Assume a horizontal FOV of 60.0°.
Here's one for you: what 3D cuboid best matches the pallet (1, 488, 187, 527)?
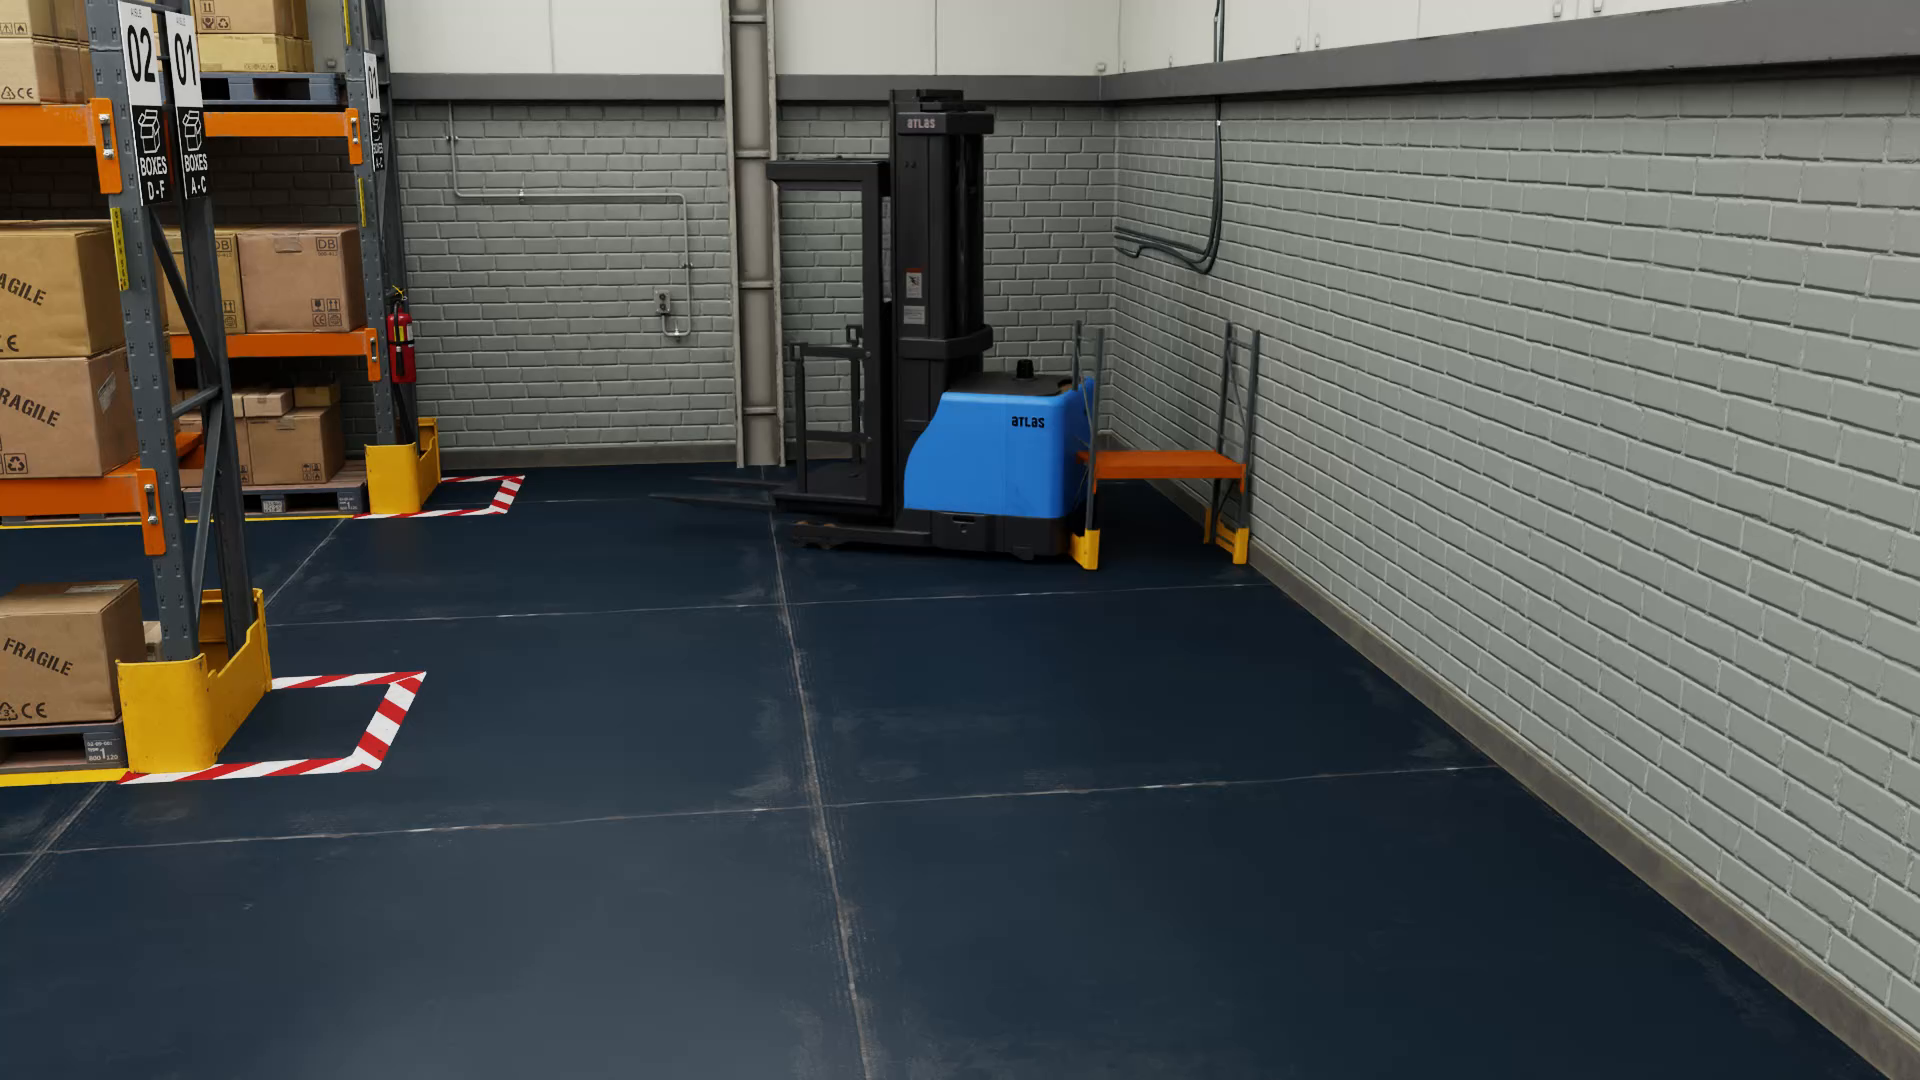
[{"bbox_3d":[-6.168,-0.337,12.132,1.213,0.211,1.003,-2,14,-8],"label":"pallet"}]

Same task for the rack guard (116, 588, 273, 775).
[{"bbox_3d":[-3.519,0.626,7.699,0.348,0.500,1.175,-2,14,-8],"label":"rack guard"}]

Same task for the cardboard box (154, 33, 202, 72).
[{"bbox_3d":[-5.384,-3.306,11.310,0.500,0.250,0.500,-3,14,-10],"label":"cardboard box"}]

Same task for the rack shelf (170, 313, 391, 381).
[{"bbox_3d":[-6.163,-1.359,11.955,4.000,0.370,1.077,-2,14,-8],"label":"rack shelf"}]

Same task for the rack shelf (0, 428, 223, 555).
[{"bbox_3d":[-5.421,-0.168,7.205,4.000,0.370,1.077,-2,14,-8],"label":"rack shelf"}]

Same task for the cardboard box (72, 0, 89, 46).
[{"bbox_3d":[-3.990,-2.258,7.174,0.500,0.250,0.500,-2,14,-8],"label":"cardboard box"}]

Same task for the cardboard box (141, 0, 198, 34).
[{"bbox_3d":[-5.365,-3.671,11.226,0.500,0.500,0.500,-2,14,-7],"label":"cardboard box"}]

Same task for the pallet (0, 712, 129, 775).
[{"bbox_3d":[-4.307,0.795,7.618,1.213,0.211,1.003,-2,14,-8],"label":"pallet"}]

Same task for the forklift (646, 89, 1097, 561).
[{"bbox_3d":[-0.638,-1.480,11.096,3.031,2.935,1.130,4,15,17],"label":"forklift"}]

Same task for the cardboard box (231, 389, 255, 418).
[{"bbox_3d":[-5.215,-0.979,11.903,0.250,0.149,0.380,-2,14,-7],"label":"cardboard box"}]

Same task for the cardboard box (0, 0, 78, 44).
[{"bbox_3d":[-3.914,-2.134,6.680,0.500,0.250,0.500,-2,14,-8],"label":"cardboard box"}]

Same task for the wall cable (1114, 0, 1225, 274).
[{"bbox_3d":[1.461,-3.304,12.279,0.112,2.526,3.097,-2,14,-8],"label":"wall cable"}]

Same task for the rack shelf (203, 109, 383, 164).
[{"bbox_3d":[-6.163,-2.814,11.590,4.000,0.370,1.077,-2,14,-8],"label":"rack shelf"}]

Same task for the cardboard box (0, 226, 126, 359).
[{"bbox_3d":[-3.843,-1.041,6.944,0.500,0.500,0.500,-2,14,-9],"label":"cardboard box"}]

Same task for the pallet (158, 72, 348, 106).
[{"bbox_3d":[-4.917,-3.163,11.685,1.213,0.211,1.003,-2,14,-8],"label":"pallet"}]

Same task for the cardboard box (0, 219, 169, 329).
[{"bbox_3d":[-3.922,-1.170,7.461,0.500,0.500,0.500,-2,14,-7],"label":"cardboard box"}]

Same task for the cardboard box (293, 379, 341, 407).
[{"bbox_3d":[-4.769,-1.090,12.344,0.250,0.149,0.380,-2,14,-8],"label":"cardboard box"}]

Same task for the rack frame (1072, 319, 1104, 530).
[{"bbox_3d":[0.773,-0.613,10.497,0.032,1.500,0.500,-1,14,-13],"label":"rack frame"}]

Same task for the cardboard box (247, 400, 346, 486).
[{"bbox_3d":[-4.862,-0.723,12.213,0.500,0.500,0.700,-2,14,-8],"label":"cardboard box"}]

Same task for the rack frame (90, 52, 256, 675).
[{"bbox_3d":[-3.443,-0.589,7.406,0.127,3.000,1.000,-2,14,-8],"label":"rack frame"}]

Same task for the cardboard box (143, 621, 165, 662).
[{"bbox_3d":[-3.909,0.512,7.968,0.250,0.149,0.380,-2,14,-8],"label":"cardboard box"}]

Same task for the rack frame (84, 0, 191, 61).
[{"bbox_3d":[-3.443,-3.499,6.676,0.127,3.000,1.000,-2,14,-8],"label":"rack frame"}]

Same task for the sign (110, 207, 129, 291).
[{"bbox_3d":[-3.381,-1.170,6.691,0.005,0.325,0.100,-2,14,-8],"label":"sign"}]

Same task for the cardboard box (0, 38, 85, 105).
[{"bbox_3d":[-3.912,-1.890,6.732,0.500,0.250,0.500,-2,14,-8],"label":"cardboard box"}]

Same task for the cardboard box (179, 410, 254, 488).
[{"bbox_3d":[-5.357,-0.705,12.140,0.500,0.500,0.700,-2,14,-8],"label":"cardboard box"}]

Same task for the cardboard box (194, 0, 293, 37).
[{"bbox_3d":[-4.868,-3.687,11.288,0.500,0.500,0.500,-2,14,-8],"label":"cardboard box"}]

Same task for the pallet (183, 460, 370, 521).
[{"bbox_3d":[-4.964,-0.381,12.305,1.213,0.211,1.003,-2,14,-8],"label":"pallet"}]

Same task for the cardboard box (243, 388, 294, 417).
[{"bbox_3d":[-4.962,-0.989,11.940,0.250,0.149,0.380,-2,14,-9],"label":"cardboard box"}]

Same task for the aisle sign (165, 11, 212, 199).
[{"bbox_3d":[-3.420,-1.924,7.381,0.004,0.787,0.394,-2,14,-8],"label":"aisle sign"}]

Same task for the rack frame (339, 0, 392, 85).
[{"bbox_3d":[-4.185,-4.691,11.427,0.127,3.000,1.000,-2,14,-8],"label":"rack frame"}]

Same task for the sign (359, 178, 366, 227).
[{"bbox_3d":[-4.118,-2.326,11.465,0.005,0.325,0.100,-2,14,-8],"label":"sign"}]

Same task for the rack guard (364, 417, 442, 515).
[{"bbox_3d":[-4.161,-0.569,12.464,0.348,0.500,1.175,-2,14,-8],"label":"rack guard"}]

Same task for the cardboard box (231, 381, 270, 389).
[{"bbox_3d":[-5.269,-1.071,12.270,0.250,0.149,0.380,-2,14,-8],"label":"cardboard box"}]

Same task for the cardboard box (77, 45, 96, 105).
[{"bbox_3d":[-3.989,-2.014,7.229,0.500,0.250,0.500,-2,14,-8],"label":"cardboard box"}]

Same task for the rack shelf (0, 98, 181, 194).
[{"bbox_3d":[-5.421,-1.623,6.840,4.000,0.370,1.077,-2,14,-8],"label":"rack shelf"}]

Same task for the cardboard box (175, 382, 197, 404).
[{"bbox_3d":[-5.768,-1.053,12.196,0.250,0.149,0.380,-2,14,-8],"label":"cardboard box"}]

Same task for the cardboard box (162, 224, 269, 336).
[{"bbox_3d":[-5.406,-1.876,11.921,0.700,0.700,0.980,-2,14,-9],"label":"cardboard box"}]

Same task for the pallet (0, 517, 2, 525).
[{"bbox_3d":[-7.377,-0.292,11.953,1.213,0.211,1.003,-2,14,-8],"label":"pallet"}]

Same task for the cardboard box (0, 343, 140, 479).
[{"bbox_3d":[-3.846,-0.556,7.068,0.500,0.500,0.500,-2,14,-7],"label":"cardboard box"}]

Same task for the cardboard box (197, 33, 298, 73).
[{"bbox_3d":[-4.870,-3.325,11.386,0.500,0.250,0.500,-2,14,-7],"label":"cardboard box"}]

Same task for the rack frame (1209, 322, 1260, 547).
[{"bbox_3d":[1.764,-0.627,10.726,0.032,1.500,0.500,-1,14,-13],"label":"rack frame"}]

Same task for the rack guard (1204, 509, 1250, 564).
[{"bbox_3d":[1.738,-0.019,10.870,0.087,0.250,0.587,-1,14,-13],"label":"rack guard"}]

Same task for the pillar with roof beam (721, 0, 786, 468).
[{"bbox_3d":[-1.003,-3.961,8.518,0.400,9.000,9.100,-2,14,-8],"label":"pillar with roof beam"}]

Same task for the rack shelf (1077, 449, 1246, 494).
[{"bbox_3d":[1.262,-0.445,10.653,1.000,0.185,0.538,-1,14,-13],"label":"rack shelf"}]

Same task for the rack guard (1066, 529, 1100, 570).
[{"bbox_3d":[0.768,-0.005,10.646,0.087,0.250,0.587,-1,14,-13],"label":"rack guard"}]

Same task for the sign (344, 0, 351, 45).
[{"bbox_3d":[-4.118,-3.496,11.171,0.005,0.325,0.100,-2,14,-8],"label":"sign"}]

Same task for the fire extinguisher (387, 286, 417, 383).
[{"bbox_3d":[-3.967,-1.457,11.791,0.183,0.674,0.296,-2,14,-8],"label":"fire extinguisher"}]

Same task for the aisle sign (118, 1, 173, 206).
[{"bbox_3d":[-3.330,-1.779,6.806,0.004,0.787,0.394,-2,14,-8],"label":"aisle sign"}]

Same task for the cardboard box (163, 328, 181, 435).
[{"bbox_3d":[-3.922,-0.685,7.583,0.500,0.500,0.500,-2,14,-7],"label":"cardboard box"}]

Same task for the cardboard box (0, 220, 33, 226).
[{"bbox_3d":[-4.437,-1.150,7.378,0.500,0.500,0.500,-2,14,-8],"label":"cardboard box"}]

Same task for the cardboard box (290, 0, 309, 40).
[{"bbox_3d":[-4.943,-3.811,11.782,0.500,0.500,0.500,-3,14,-10],"label":"cardboard box"}]

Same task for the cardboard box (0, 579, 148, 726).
[{"bbox_3d":[-3.944,0.489,7.342,0.500,0.500,0.500,-2,14,-8],"label":"cardboard box"}]

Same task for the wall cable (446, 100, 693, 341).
[{"bbox_3d":[-3.060,-2.548,13.125,1.851,1.984,0.084,-2,14,-8],"label":"wall cable"}]

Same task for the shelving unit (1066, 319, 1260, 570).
[{"bbox_3d":[1.278,-0.620,10.613,1.083,1.500,0.587,-1,14,-13],"label":"shelving unit"}]

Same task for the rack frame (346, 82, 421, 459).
[{"bbox_3d":[-4.185,-1.781,12.157,0.127,3.000,1.000,-2,14,-8],"label":"rack frame"}]

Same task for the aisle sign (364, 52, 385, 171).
[{"bbox_3d":[-4.069,-2.972,11.563,0.004,0.787,0.394,-2,14,-8],"label":"aisle sign"}]

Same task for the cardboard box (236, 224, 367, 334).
[{"bbox_3d":[-4.688,-1.906,12.037,0.700,0.700,0.980,-1,14,-6],"label":"cardboard box"}]

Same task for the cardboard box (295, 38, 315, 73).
[{"bbox_3d":[-4.944,-3.448,11.877,0.500,0.250,0.500,-1,14,-5],"label":"cardboard box"}]

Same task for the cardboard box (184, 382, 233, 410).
[{"bbox_3d":[-5.517,-1.062,12.234,0.250,0.149,0.380,-2,14,-8],"label":"cardboard box"}]
